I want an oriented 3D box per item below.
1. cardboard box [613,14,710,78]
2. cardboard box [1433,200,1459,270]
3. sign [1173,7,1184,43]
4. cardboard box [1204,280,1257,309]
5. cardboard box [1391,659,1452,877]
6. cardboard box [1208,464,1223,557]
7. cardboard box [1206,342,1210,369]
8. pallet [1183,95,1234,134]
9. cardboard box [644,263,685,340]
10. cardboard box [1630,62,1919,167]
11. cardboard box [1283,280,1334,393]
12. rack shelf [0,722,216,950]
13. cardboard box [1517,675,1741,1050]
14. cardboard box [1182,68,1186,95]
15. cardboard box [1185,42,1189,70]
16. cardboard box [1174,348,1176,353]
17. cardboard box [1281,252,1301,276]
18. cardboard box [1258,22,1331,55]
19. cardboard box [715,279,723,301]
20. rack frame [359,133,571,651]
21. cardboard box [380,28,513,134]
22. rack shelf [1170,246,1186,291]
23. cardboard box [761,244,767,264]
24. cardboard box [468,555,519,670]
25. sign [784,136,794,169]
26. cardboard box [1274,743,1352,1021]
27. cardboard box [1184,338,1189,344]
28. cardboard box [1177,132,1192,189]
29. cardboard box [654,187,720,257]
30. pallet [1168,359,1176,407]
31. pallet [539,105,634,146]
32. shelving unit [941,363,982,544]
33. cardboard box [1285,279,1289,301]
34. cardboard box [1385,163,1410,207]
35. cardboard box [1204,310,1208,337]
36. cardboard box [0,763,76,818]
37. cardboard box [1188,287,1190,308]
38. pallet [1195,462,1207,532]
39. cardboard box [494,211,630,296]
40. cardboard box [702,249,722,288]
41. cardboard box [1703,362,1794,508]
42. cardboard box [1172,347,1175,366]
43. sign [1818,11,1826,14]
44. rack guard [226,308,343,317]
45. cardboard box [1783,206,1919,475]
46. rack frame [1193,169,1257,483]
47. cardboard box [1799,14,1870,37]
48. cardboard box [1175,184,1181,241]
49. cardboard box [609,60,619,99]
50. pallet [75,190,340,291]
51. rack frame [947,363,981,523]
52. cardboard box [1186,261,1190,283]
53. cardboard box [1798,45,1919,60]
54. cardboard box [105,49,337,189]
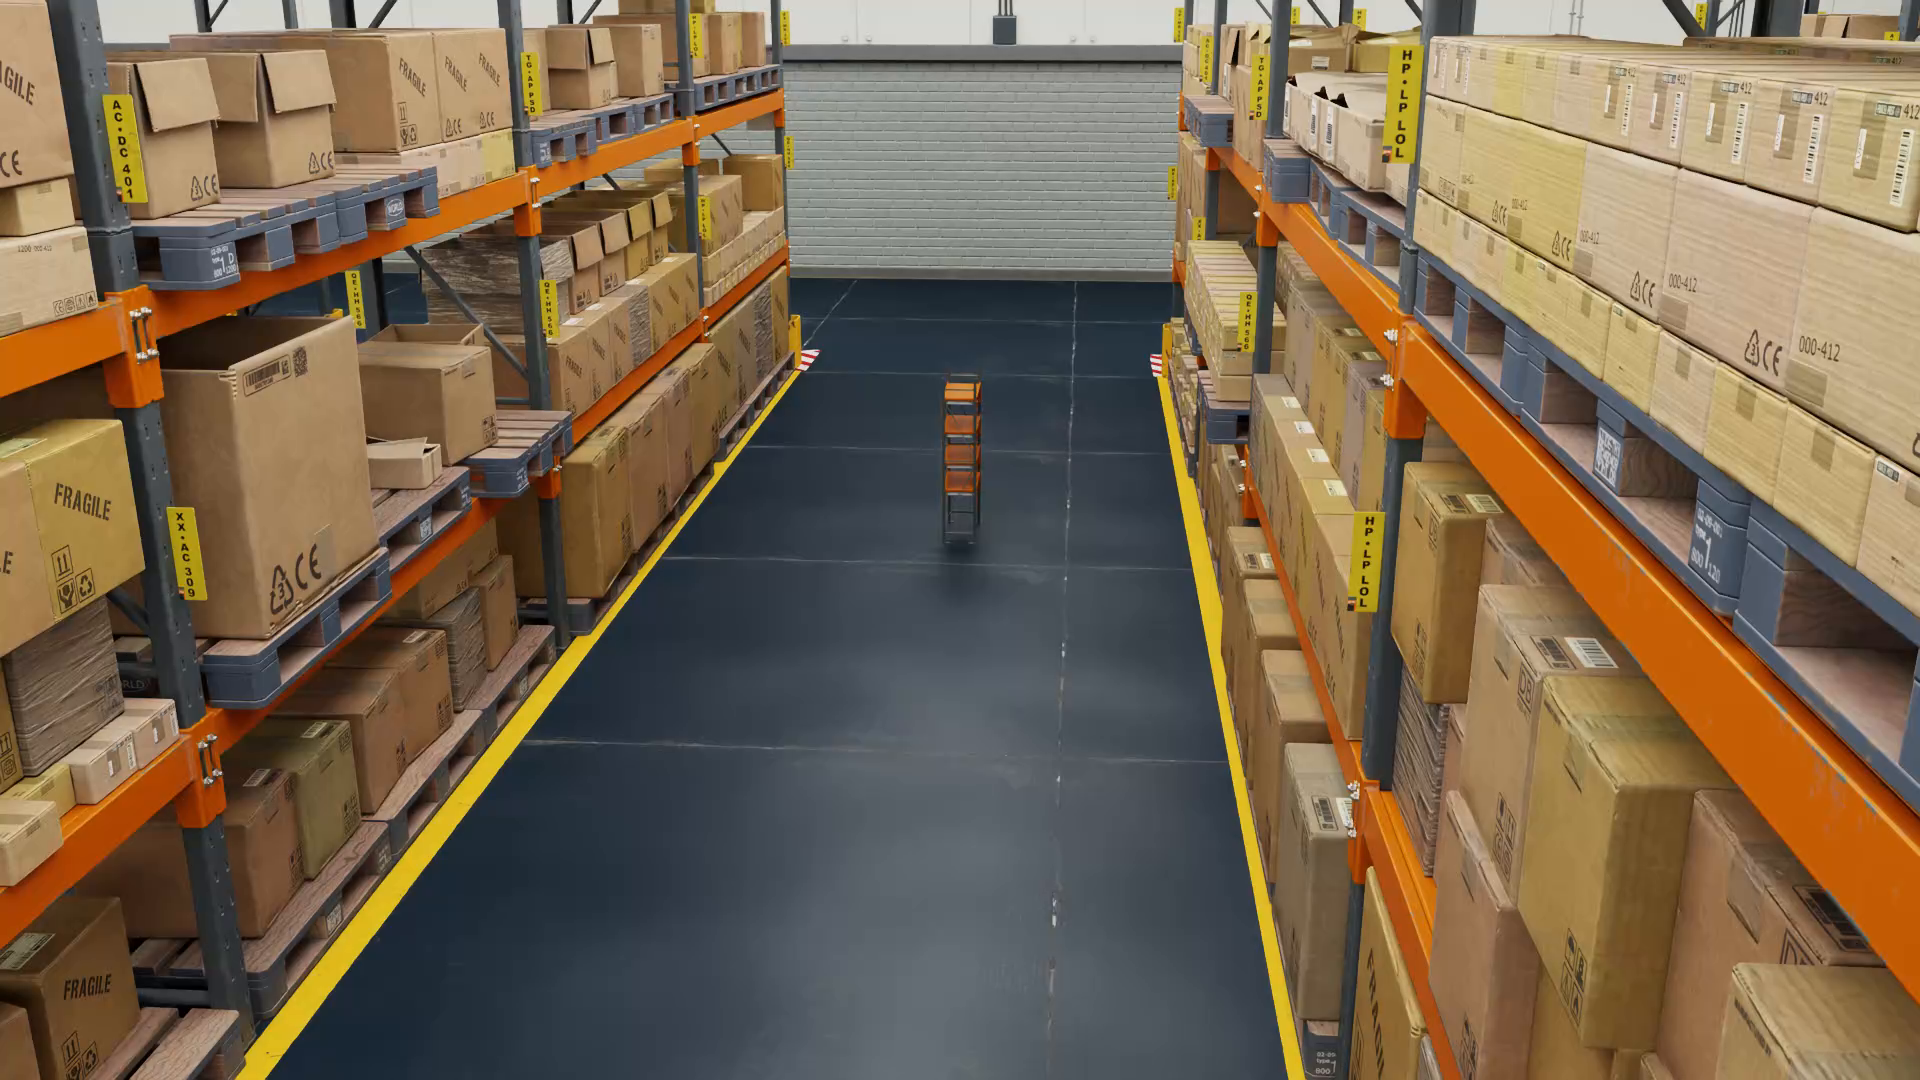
[{"bbox_3d":[-2.522,-4.167,14.010,0.700,0.500,0.500,2,18,7],"label":"cardboard box"},{"bbox_3d":[1.423,-0.776,4.225,0.380,0.149,0.250,1,18,4],"label":"cardboard box"},{"bbox_3d":[2.124,-4.989,16.109,0.100,0.325,0.005,1,18,4],"label":"sign"},{"bbox_3d":[1.765,-1.578,10.695,0.380,0.149,0.250,2,18,7],"label":"cardboard box"},{"bbox_3d":[1.790,0.635,4.928,0.875,0.550,0.550,1,18,4],"label":"cardboard box"},{"bbox_3d":[1.941,-0.199,11.053,0.500,0.500,0.500,0,18,1],"label":"cardboard box"},{"bbox_3d":[1.728,-1.129,10.281,0.380,0.149,0.250,1,18,3],"label":"cardboard box"},{"bbox_3d":[2.228,-3.040,11.869,1.213,0.211,1.003,1,18,4],"label":"pallet"},{"bbox_3d":[-2.365,-1.778,12.372,0.500,0.500,0.500,2,18,6],"label":"cardboard box"},{"bbox_3d":[1.313,-0.684,2.665,0.380,0.149,0.250,1,18,4],"label":"cardboard box"},{"bbox_3d":[2.050,-1.035,8.497,0.700,0.500,0.500,1,18,4],"label":"cardboard box"},{"bbox_3d":[-3.278,1.412,3.952,1.077,0.370,4.000,1,18,4],"label":"rack shelf"},{"bbox_3d":[1.615,0.623,3.228,0.875,0.550,0.500,1,18,4],"label":"cardboard box"},{"bbox_3d":[2.378,-4.356,15.824,0.500,0.250,0.500,2,18,6],"label":"cardboard box"},{"bbox_3d":[2.338,-4.435,15.261,0.500,0.250,0.500,1,18,3],"label":"cardboard box"},{"bbox_3d":[2.296,-1.881,16.273,0.380,0.149,0.250,1,18,4],"label":"cardboard box"},{"bbox_3d":[2.506,-1.964,11.872,0.380,0.149,0.250,1,18,2],"label":"cardboard box"},{"bbox_3d":[1.883,-2.779,9.379,0.396,0.266,0.258,1,18,4],"label":"cardboard box"},{"bbox_3d":[-2.190,-2.082,13.864,0.380,0.149,0.250,1,18,2],"label":"cardboard box"},{"bbox_3d":[-2.848,-0.793,9.527,1.000,3.000,0.127,1,18,4],"label":"rack frame"},{"bbox_3d":[-2.633,-2.350,8.497,0.500,0.500,0.500,2,18,5],"label":"cardboard box"},{"bbox_3d":[2.522,-2.173,14.892,1.077,0.370,4.000,1,18,4],"label":"rack shelf"},{"bbox_3d":[-2.044,-2.723,15.820,0.380,0.149,0.250,1,18,3],"label":"cardboard box"},{"bbox_3d":[-2.876,0.394,9.211,0.700,0.500,0.500,0,18,1],"label":"cardboard box"},{"bbox_3d":[-1.734,-3.924,16.842,0.100,0.325,0.005,1,18,4],"label":"sign"},{"bbox_3d":[1.760,1.266,6.181,1.050,0.750,0.750,1,18,4],"label":"cardboard box"},{"bbox_3d":[2.279,-1.780,15.486,0.380,0.149,0.250,2,18,6],"label":"cardboard box"},{"bbox_3d":[2.368,-3.666,16.051,0.500,0.500,0.500,1,18,4],"label":"cardboard box"},{"bbox_3d":[-2.272,-2.605,13.615,0.500,0.500,0.500,1,18,4],"label":"cardboard box"},{"bbox_3d":[2.566,-1.536,16.270,1.003,0.211,1.213,1,18,4],"label":"pallet"},{"bbox_3d":[-2.778,-2.677,10.763,1.003,0.211,1.213,2,18,6],"label":"pallet"},{"bbox_3d":[0.012,-0.622,11.893,0.258,1.200,0.503,1,18,4],"label":"shelving unit"},{"bbox_3d":[2.493,-1.743,11.677,0.380,0.149,0.250,1,18,2],"label":"cardboard box"},{"bbox_3d":[1.696,-1.233,5.457,0.500,0.250,0.500,1,18,5],"label":"cardboard box"},{"bbox_3d":[1.745,-1.356,10.495,0.380,0.149,0.250,1,18,4],"label":"cardboard box"},{"bbox_3d":[-2.962,0.796,5.081,0.380,0.149,0.250,1,18,4],"label":"cardboard box"},{"bbox_3d":[1.877,-1.775,12.253,0.380,0.149,0.250,2,18,5],"label":"cardboard box"},{"bbox_3d":[2.324,-0.327,12.581,1.003,0.211,1.213,1,18,4],"label":"pallet"},{"bbox_3d":[-2.689,-1.955,11.300,0.797,0.503,0.637,2,18,6],"label":"cardboard box"},{"bbox_3d":[-2.267,-2.246,13.723,0.500,0.250,0.500,1,18,3],"label":"cardboard box"},{"bbox_3d":[1.277,-0.147,2.305,0.380,0.149,0.250,1,18,3],"label":"cardboard box"},{"bbox_3d":[2.308,-1.825,16.579,0.380,0.149,0.250,2,18,5],"label":"cardboard box"},{"bbox_3d":[8.150,-4.849,15.792,0.100,0.325,0.005,1,18,4],"label":"sign"},{"bbox_3d":[-7.226,-2.208,17.860,1.175,0.500,0.348,1,18,4],"label":"rack guard"},{"bbox_3d":[1.311,-0.223,1.896,0.500,0.250,0.500,1,18,4],"label":"cardboard box"},{"bbox_3d":[2.378,-1.893,12.884,1.000,3.000,0.127,1,18,4],"label":"rack frame"},{"bbox_3d":[7.316,-4.154,13.970,0.500,0.500,0.500,2,18,5],"label":"cardboard box"},{"bbox_3d":[2.357,-3.191,16.207,0.500,0.500,0.500,2,18,7],"label":"cardboard box"},{"bbox_3d":[-2.730,-3.280,11.766,0.500,0.311,0.500,1,18,2],"label":"cardboard box"},{"bbox_3d":[-2.984,-1.076,5.875,1.213,0.211,1.003,1,18,4],"label":"pallet"},{"bbox_3d":[0.029,-0.697,12.124,0.240,1.200,0.015,1,18,4],"label":"rack frame"},{"bbox_3d":[1.891,-2.003,12.470,0.380,0.149,0.250,2,18,5],"label":"cardboard box"},{"bbox_3d":[2.042,-0.986,3.586,0.380,0.149,0.250,2,18,5],"label":"cardboard box"},{"bbox_3d":[-2.936,-1.661,6.519,0.797,0.503,0.637,2,18,6],"label":"cardboard box"}]
